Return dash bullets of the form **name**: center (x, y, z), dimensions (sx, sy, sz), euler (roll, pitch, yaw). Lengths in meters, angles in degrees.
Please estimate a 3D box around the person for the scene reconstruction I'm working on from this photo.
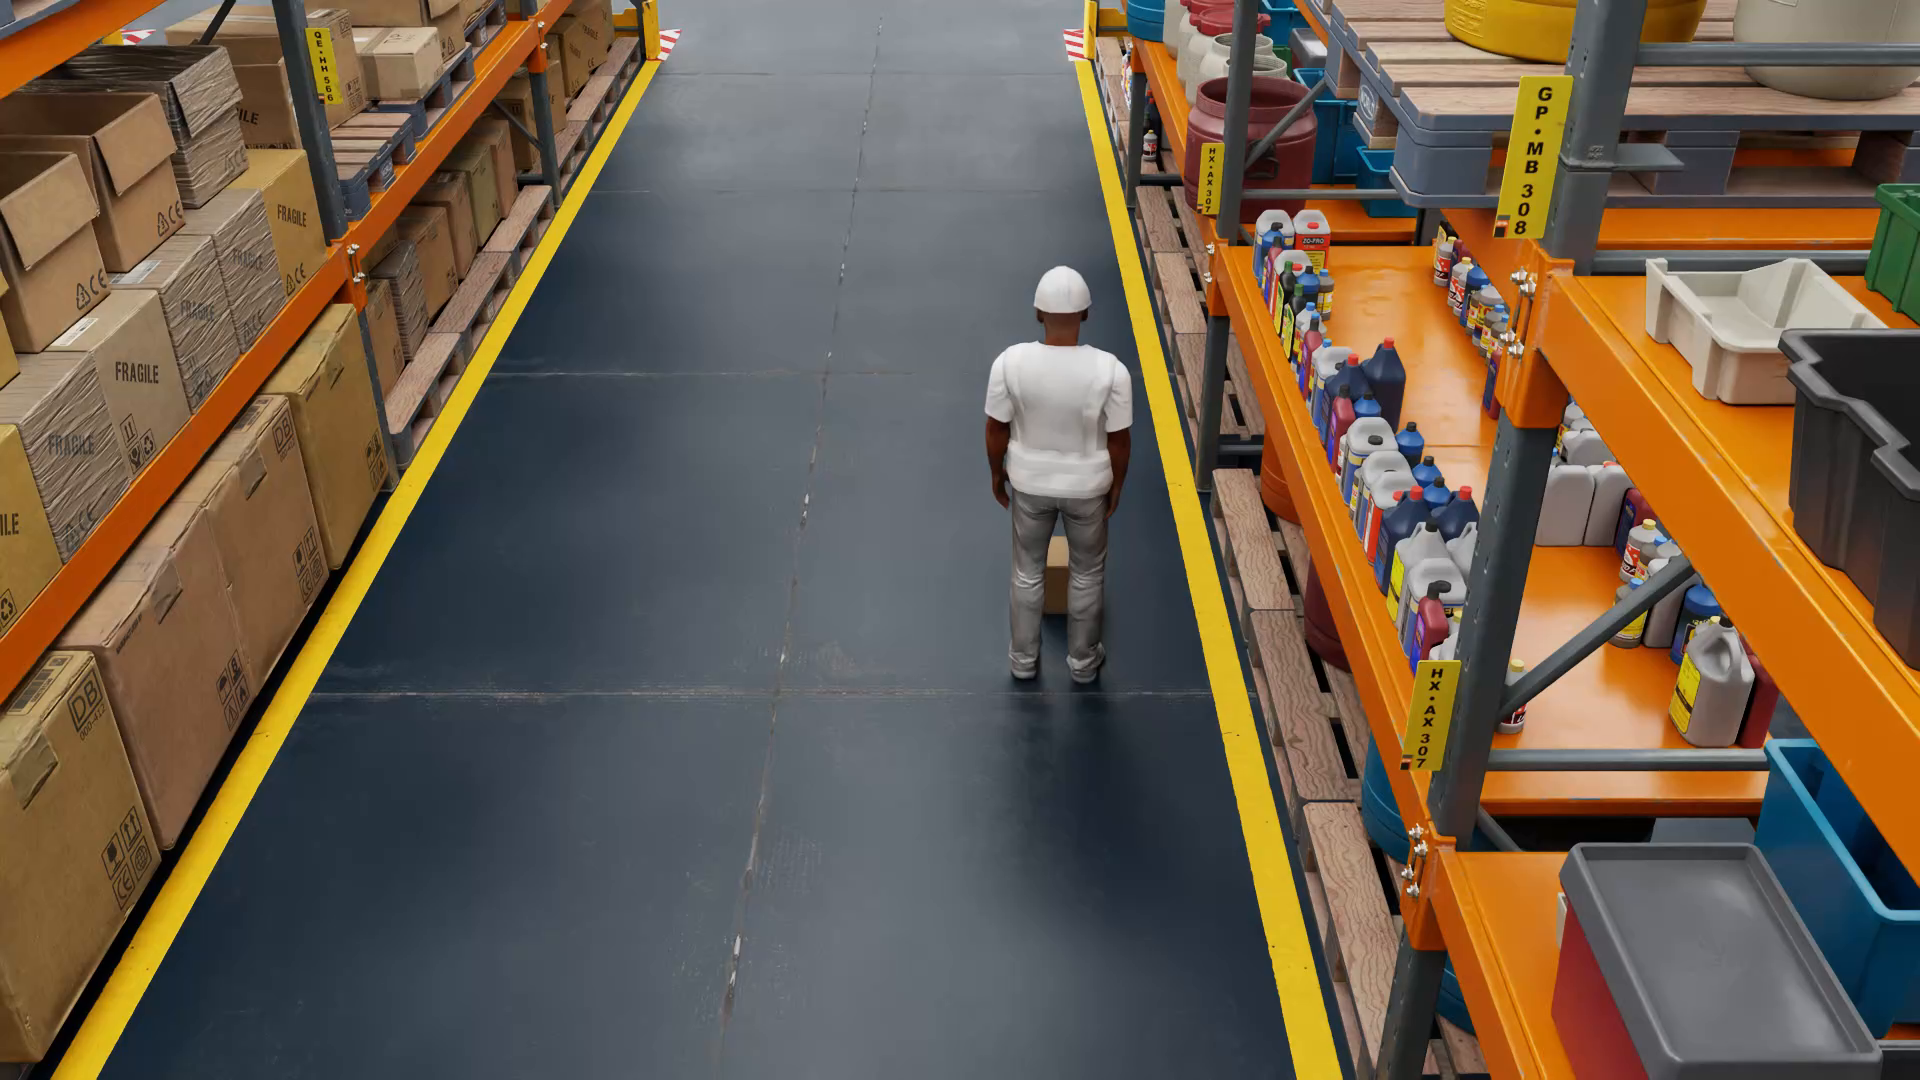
- **person**: center (0.380, -0.228, 6.503), dimensions (0.565, 1.778, 0.361), euler (6, 32, 9)
